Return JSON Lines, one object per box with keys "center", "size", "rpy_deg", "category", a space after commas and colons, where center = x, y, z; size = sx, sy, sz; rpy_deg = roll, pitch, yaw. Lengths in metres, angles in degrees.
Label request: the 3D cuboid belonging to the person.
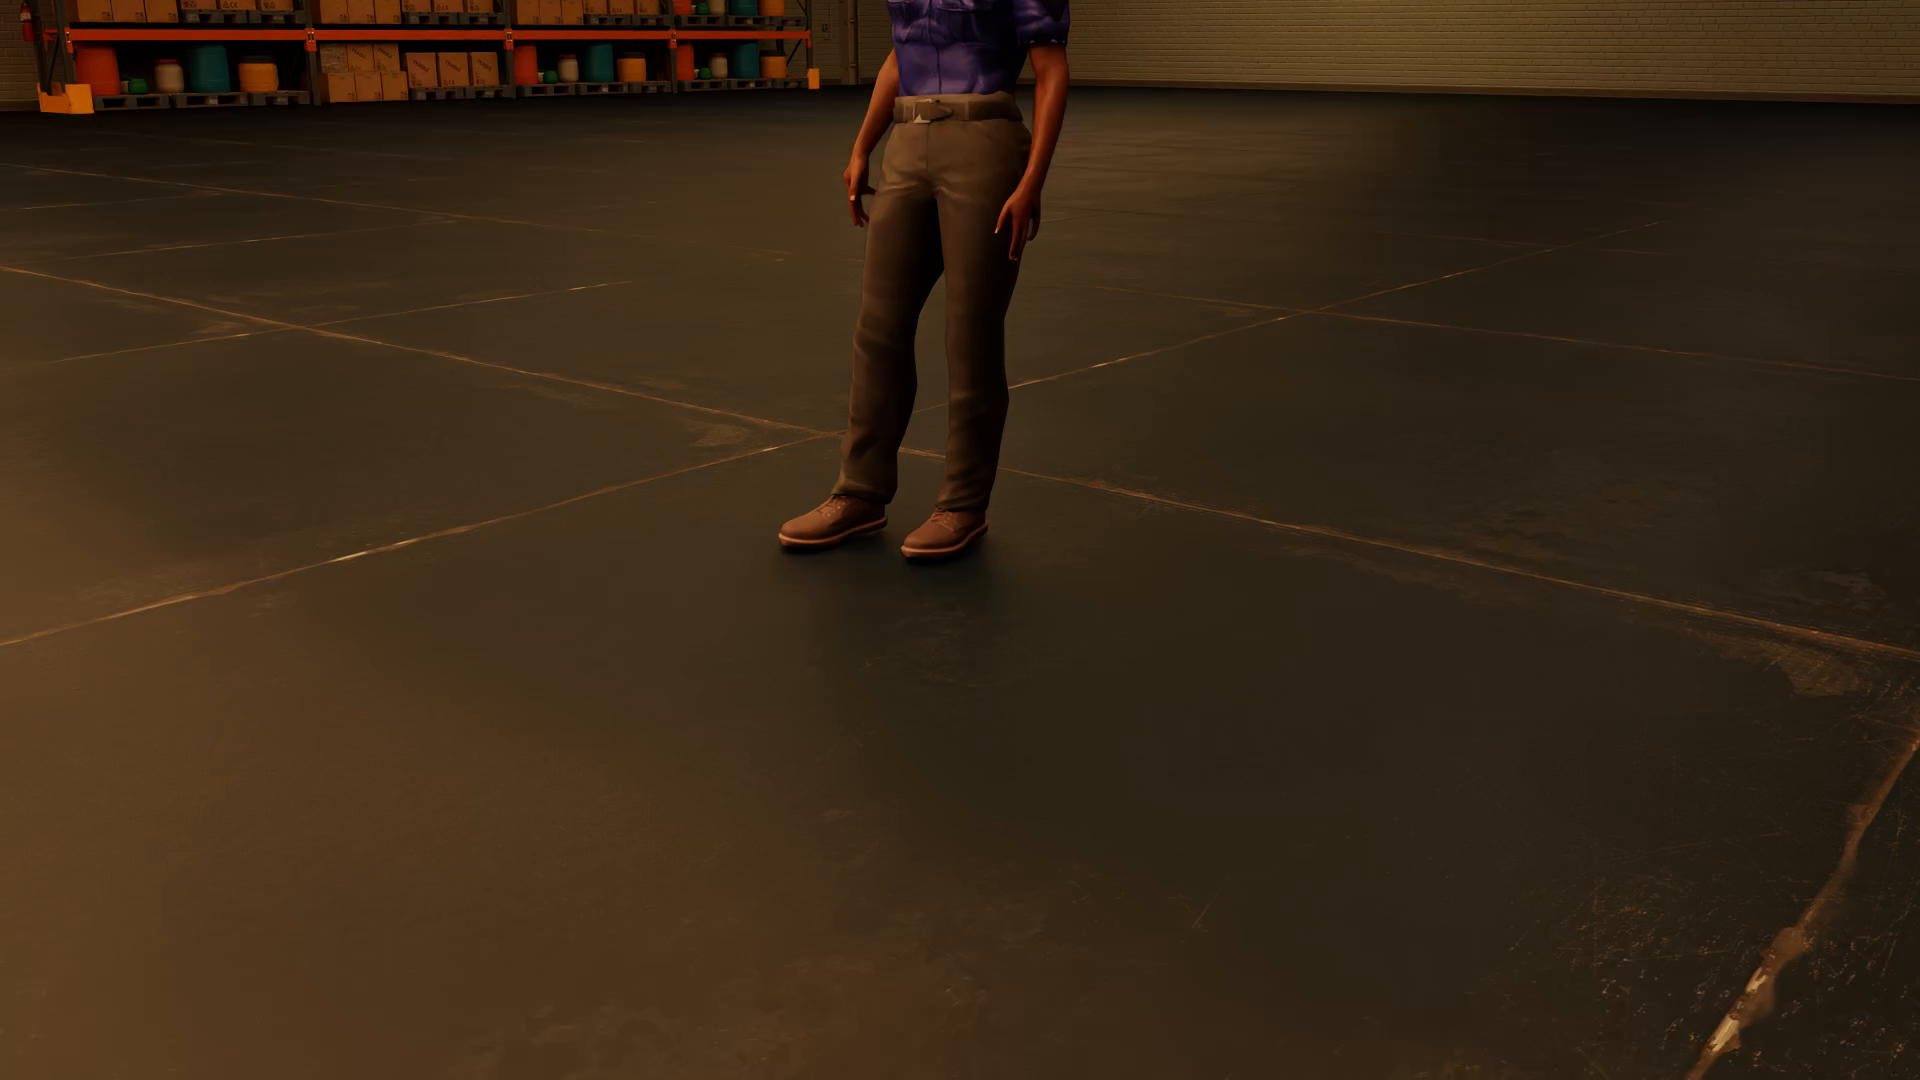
{"center": [-0.071, -0.782, 3.647], "size": [0.569, 1.654, 0.504], "rpy_deg": [13, 21, 37], "category": "person"}
